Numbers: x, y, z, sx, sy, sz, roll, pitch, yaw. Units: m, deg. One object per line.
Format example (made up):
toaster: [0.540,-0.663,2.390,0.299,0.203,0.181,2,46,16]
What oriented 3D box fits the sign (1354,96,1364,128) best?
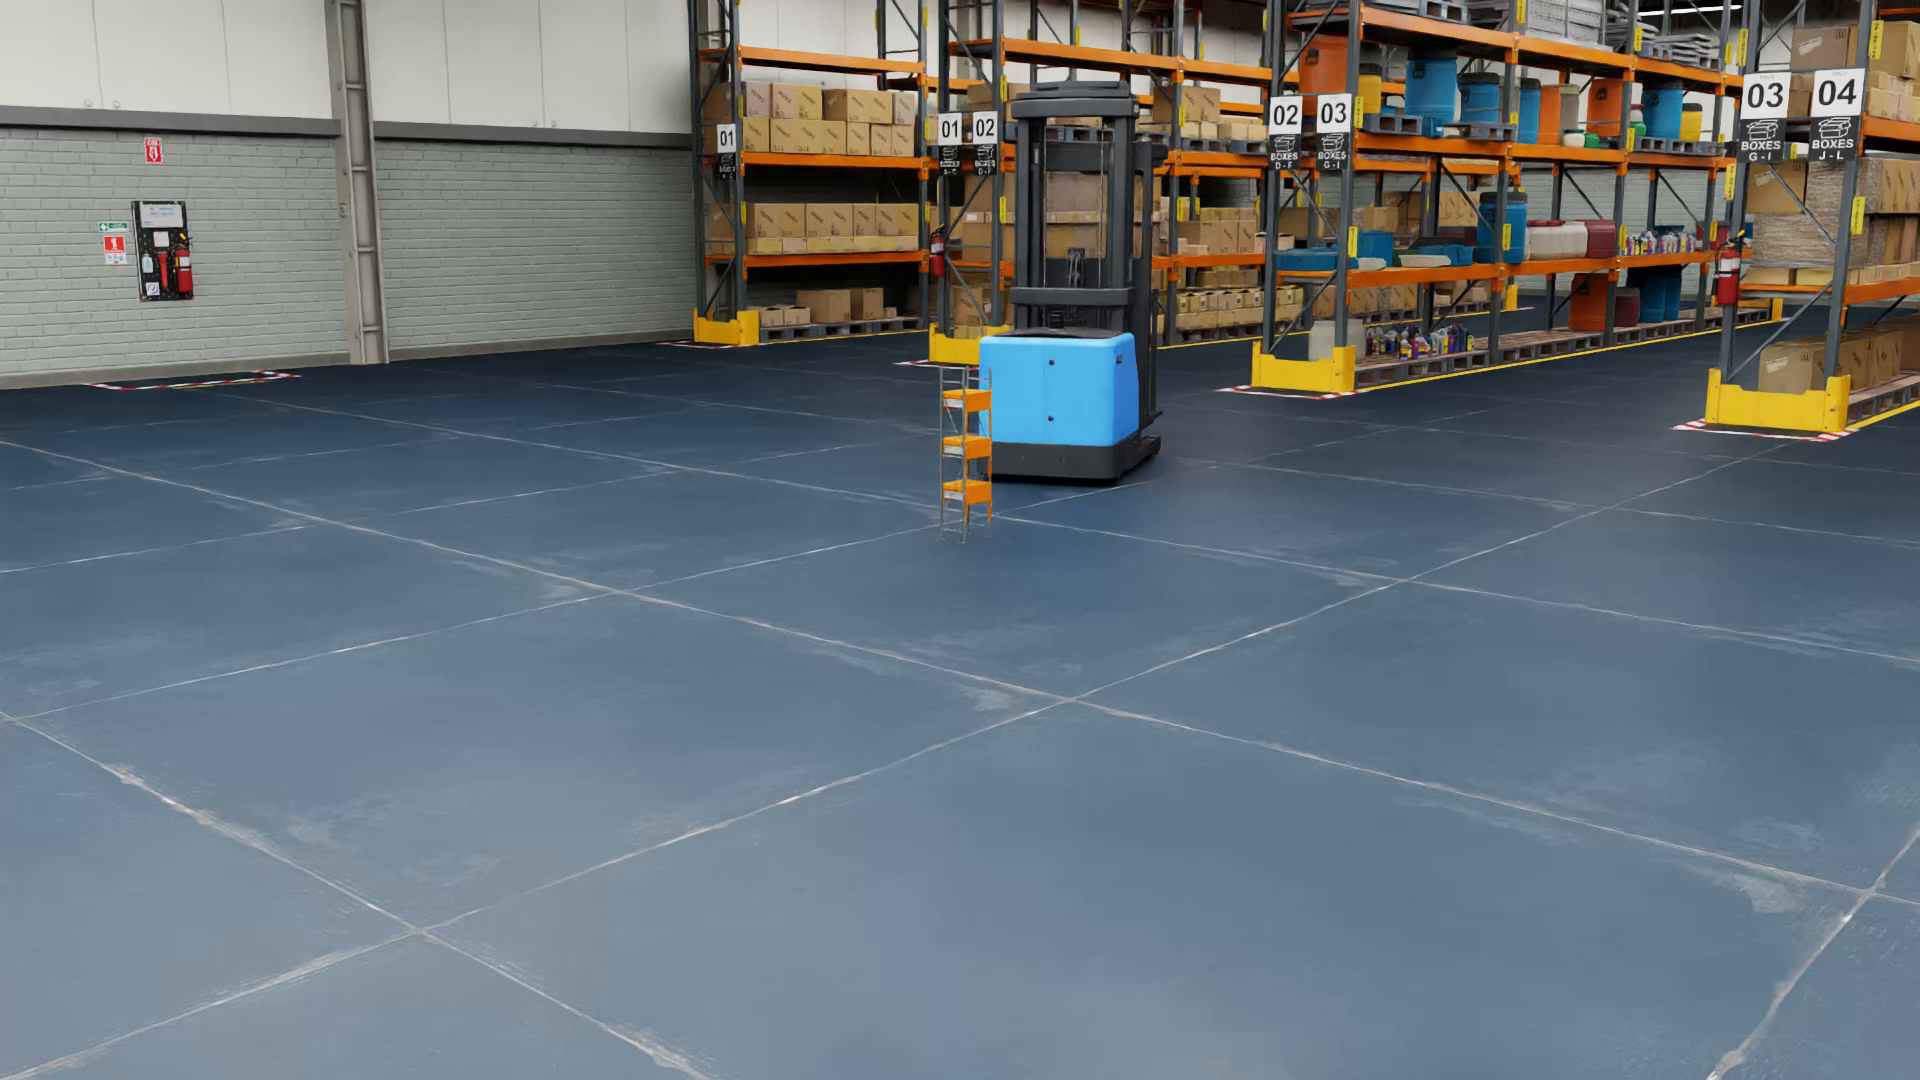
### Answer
sign: [4.262,-4.576,17.780,0.100,0.325,0.005,10,15,40]

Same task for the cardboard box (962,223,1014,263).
cardboard box: [0.451,-3.929,21.969,0.700,0.500,0.500,10,15,40]

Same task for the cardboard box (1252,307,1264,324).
cardboard box: [4.579,-3.589,26.468,0.500,0.250,0.500,10,15,42]

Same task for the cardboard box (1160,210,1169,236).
cardboard box: [3.887,-6.246,32.760,0.500,0.500,0.500,10,15,41]

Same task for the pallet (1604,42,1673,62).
pallet: [9.632,-7.104,24.308,1.213,0.211,1.003,10,15,40]

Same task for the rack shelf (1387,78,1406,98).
rack shelf: [9.375,-8.460,31.439,1.077,0.370,4.000,10,15,40]

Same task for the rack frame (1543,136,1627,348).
rack frame: [9.133,-4.349,24.327,1.000,3.000,0.127,10,15,40]

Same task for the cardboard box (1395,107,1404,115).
cardboard box: [8.347,-7.665,30.464,0.700,0.500,0.500,10,15,40]

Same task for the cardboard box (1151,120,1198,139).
cardboard box: [3.188,-6.094,24.717,0.500,0.250,0.500,-10,15,-42]

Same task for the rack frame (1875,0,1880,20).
rack frame: [10.213,-6.062,17.587,1.000,3.000,0.127,10,15,40]

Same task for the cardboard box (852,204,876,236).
cardboard box: [-1.695,-5.089,26.449,0.500,0.500,0.500,9,15,39]

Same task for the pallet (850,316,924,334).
pallet: [-1.366,-3.571,27.549,1.003,0.211,1.213,10,15,40]

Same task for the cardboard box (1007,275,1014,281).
cardboard box: [0.832,-4.799,29.925,0.500,0.250,0.500,10,15,41]

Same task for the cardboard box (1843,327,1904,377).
cardboard box: [9.919,-2.047,18.109,0.500,0.500,0.500,9,15,39]

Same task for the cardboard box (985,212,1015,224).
cardboard box: [0.554,-4.210,21.719,0.380,0.149,0.250,10,15,40]

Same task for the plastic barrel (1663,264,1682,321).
plastic barrel: [11.401,-4.037,27.048,0.600,0.901,0.708,10,15,40]

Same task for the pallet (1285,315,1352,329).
pallet: [5.936,-3.727,28.335,1.003,0.211,1.213,10,15,40]

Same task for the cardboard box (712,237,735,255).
cardboard box: [-3.427,-4.483,25.330,0.500,0.250,0.500,10,15,41]

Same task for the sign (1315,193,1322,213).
sign: [5.834,-5.486,27.066,0.100,0.325,0.005,10,15,40]

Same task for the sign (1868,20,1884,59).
sign: [7.980,-4.361,14.497,0.100,0.325,0.005,10,15,40]

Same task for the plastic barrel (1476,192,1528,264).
plastic barrel: [6.975,-4.024,21.420,0.600,0.901,0.708,10,15,40]

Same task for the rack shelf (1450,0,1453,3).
rack shelf: [9.375,-10.092,31.113,1.077,0.370,4.000,10,15,40]

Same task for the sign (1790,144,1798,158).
sign: [14.838,-6.877,29.592,0.100,0.325,0.005,10,15,40]

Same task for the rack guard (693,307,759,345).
rack guard: [-3.540,-3.238,25.148,1.175,0.500,0.348,10,15,40]

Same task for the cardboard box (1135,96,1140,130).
cardboard box: [2.244,-6.156,24.031,0.500,0.500,0.500,-11,15,-43]

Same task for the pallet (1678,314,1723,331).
pallet: [12.230,-3.683,28.113,1.003,0.211,1.213,10,15,40]

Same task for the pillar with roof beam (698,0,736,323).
pillar with roof beam: [-0.544,-7.053,22.548,9.100,9.000,0.400,10,15,40]

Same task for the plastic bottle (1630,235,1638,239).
plastic bottle: [10.685,-4.702,26.411,0.152,0.276,0.135,10,15,40]

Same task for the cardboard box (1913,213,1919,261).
cardboard box: [9.513,-3.188,17.498,0.875,0.500,0.500,10,15,40]

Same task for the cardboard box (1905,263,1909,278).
cardboard box: [9.430,-2.750,16.961,0.380,0.149,0.250,10,15,40]

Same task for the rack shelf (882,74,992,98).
rack shelf: [0.371,-7.729,28.789,1.077,0.370,4.000,10,15,40]

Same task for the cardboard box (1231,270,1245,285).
cardboard box: [5.577,-5.444,35.119,0.700,0.500,0.500,10,15,42]

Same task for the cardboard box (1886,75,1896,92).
cardboard box: [8.479,-4.245,15.511,0.380,0.149,0.250,11,15,43]

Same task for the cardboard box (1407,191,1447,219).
cardboard box: [8.577,-6.151,30.540,0.500,0.500,0.500,10,15,42]

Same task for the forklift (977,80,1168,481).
forklift: [1.035,-2.119,13.337,1.130,2.935,3.031,3,12,16]

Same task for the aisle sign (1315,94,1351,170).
aisle sign: [4.025,-4.398,17.937,0.394,0.787,0.004,10,15,40]

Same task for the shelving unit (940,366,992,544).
shelving unit: [0.035,-0.523,10.148,0.215,1.050,0.252,10,15,40]

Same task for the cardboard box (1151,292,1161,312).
cardboard box: [2.826,-3.631,25.247,0.500,0.311,0.500,10,15,40]

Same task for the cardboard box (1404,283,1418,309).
cardboard box: [7.945,-4.459,30.135,0.500,0.500,0.500,10,15,40]

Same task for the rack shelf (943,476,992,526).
rack shelf: [0.035,-0.240,10.204,0.215,0.259,0.240,10,15,40]

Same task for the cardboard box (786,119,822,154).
cardboard box: [-2.460,-6.151,25.383,0.500,0.500,0.500,11,16,43]

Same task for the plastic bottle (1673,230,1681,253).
plastic bottle: [11.290,-4.709,26.253,0.144,0.351,0.185,10,15,40]

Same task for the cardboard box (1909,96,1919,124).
cardboard box: [9.090,-4.193,16.269,0.500,0.250,0.500,10,15,42]

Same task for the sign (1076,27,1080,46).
sign: [2.105,-9.000,29.709,0.100,0.325,0.005,10,15,40]

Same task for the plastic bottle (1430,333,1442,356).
plastic bottle: [5.834,-2.409,20.447,0.152,0.276,0.135,10,15,41]

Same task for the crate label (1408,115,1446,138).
crate label: [5.336,-4.803,19.320,0.502,0.251,0.408,10,15,40]

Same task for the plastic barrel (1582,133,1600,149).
plastic barrel: [9.008,-5.701,23.833,0.294,0.245,0.294,0,11,0]

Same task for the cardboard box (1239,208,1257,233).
cardboard box: [5.661,-6.658,35.123,0.980,0.700,0.700,9,14,38]

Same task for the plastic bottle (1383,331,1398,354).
plastic bottle: [5.371,-2.470,20.749,0.152,0.276,0.135,10,15,40]

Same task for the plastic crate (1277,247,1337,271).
plastic crate: [3.958,-3.211,19.011,0.499,0.251,0.616,10,15,40]

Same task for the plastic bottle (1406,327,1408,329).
plastic bottle: [5.760,-2.599,21.397,0.152,0.276,0.135,10,15,42]

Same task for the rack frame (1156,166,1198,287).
rack frame: [4.332,-6.218,33.686,1.000,3.000,0.127,10,15,40]

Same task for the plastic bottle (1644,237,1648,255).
plastic bottle: [10.369,-4.457,25.197,0.097,0.271,0.097,0,11,0]

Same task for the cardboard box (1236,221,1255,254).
cardboard box: [4.319,-4.790,26.280,0.500,0.500,0.500,9,14,37]

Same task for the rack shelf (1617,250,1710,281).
rack shelf: [10.453,-4.290,25.871,1.077,0.370,4.000,10,15,40]
